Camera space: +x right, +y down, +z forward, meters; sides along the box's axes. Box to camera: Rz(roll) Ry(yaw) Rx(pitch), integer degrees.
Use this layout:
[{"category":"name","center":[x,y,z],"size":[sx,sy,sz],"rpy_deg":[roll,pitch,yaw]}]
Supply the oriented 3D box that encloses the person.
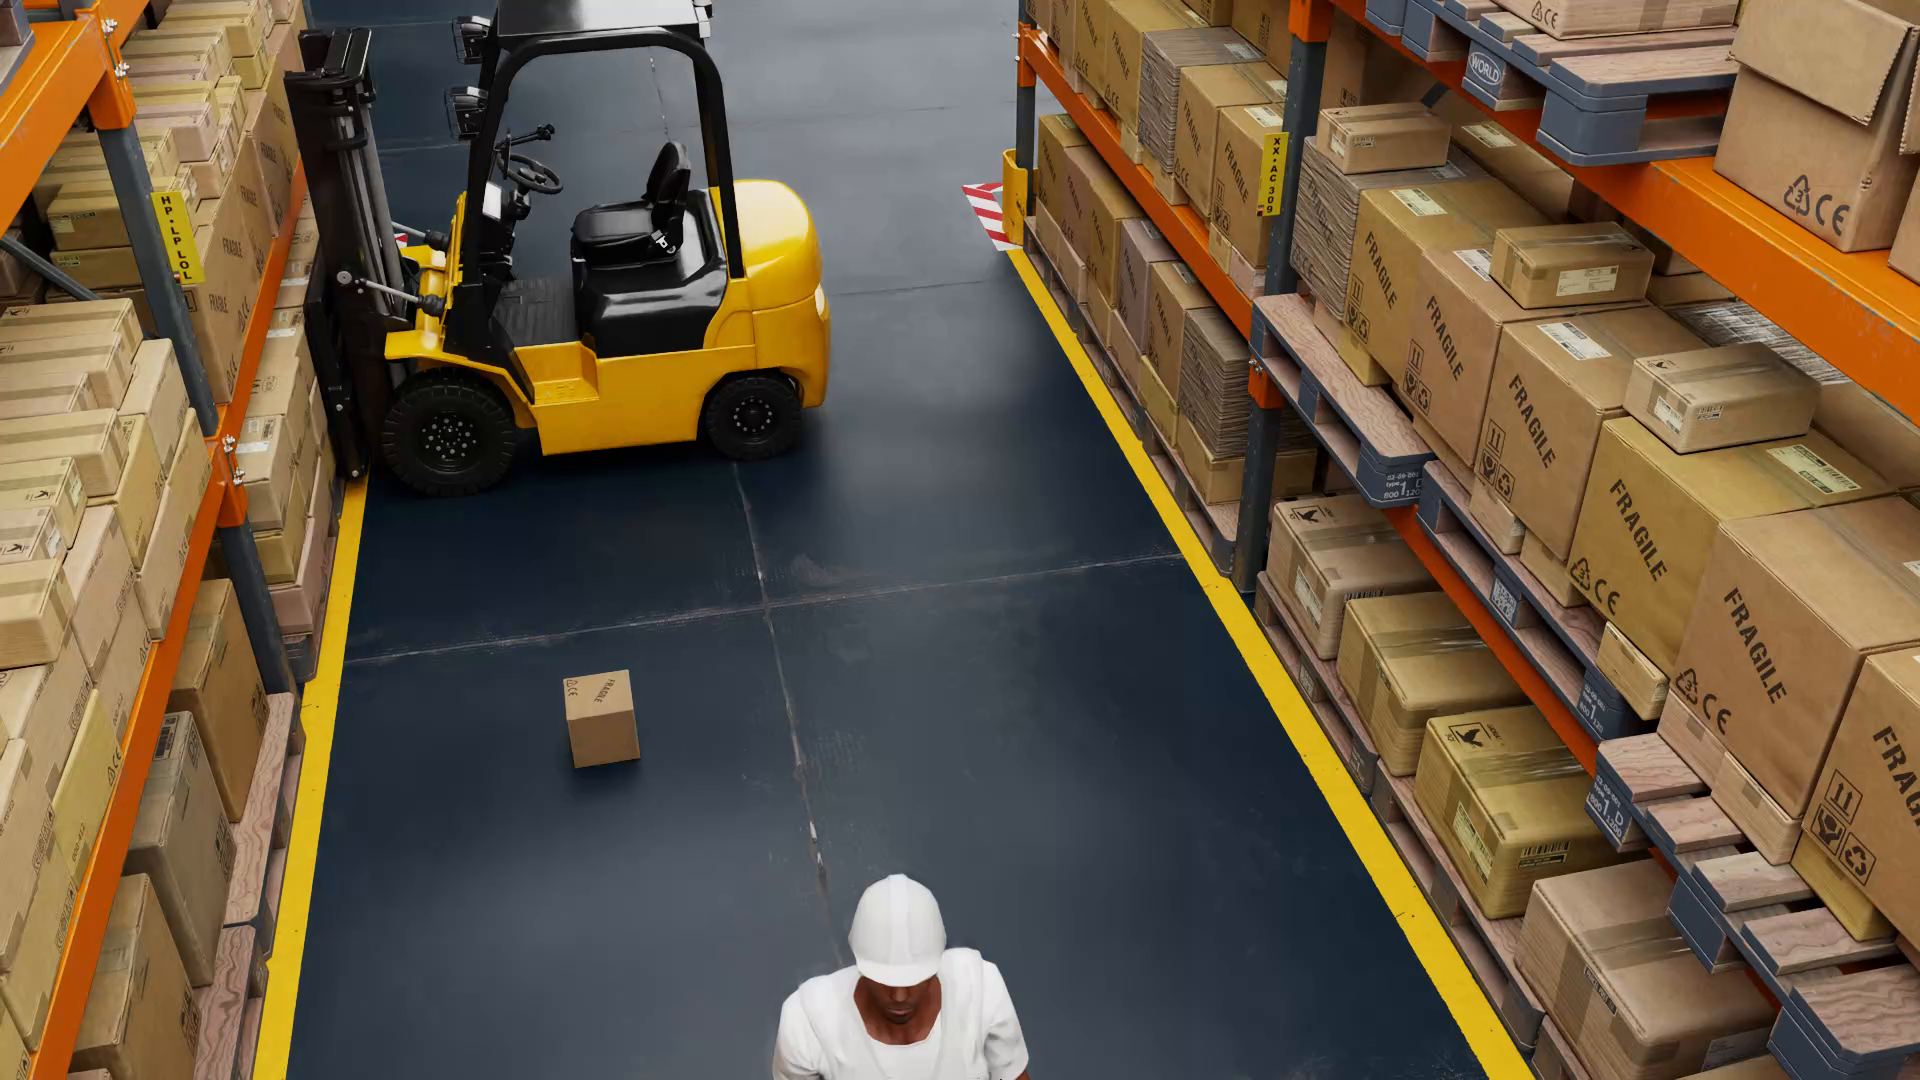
[{"category":"person","center":[-0.083,1.529,3.842],"size":[0.571,1.736,0.928],"rpy_deg":[-11,36,-15]}]
